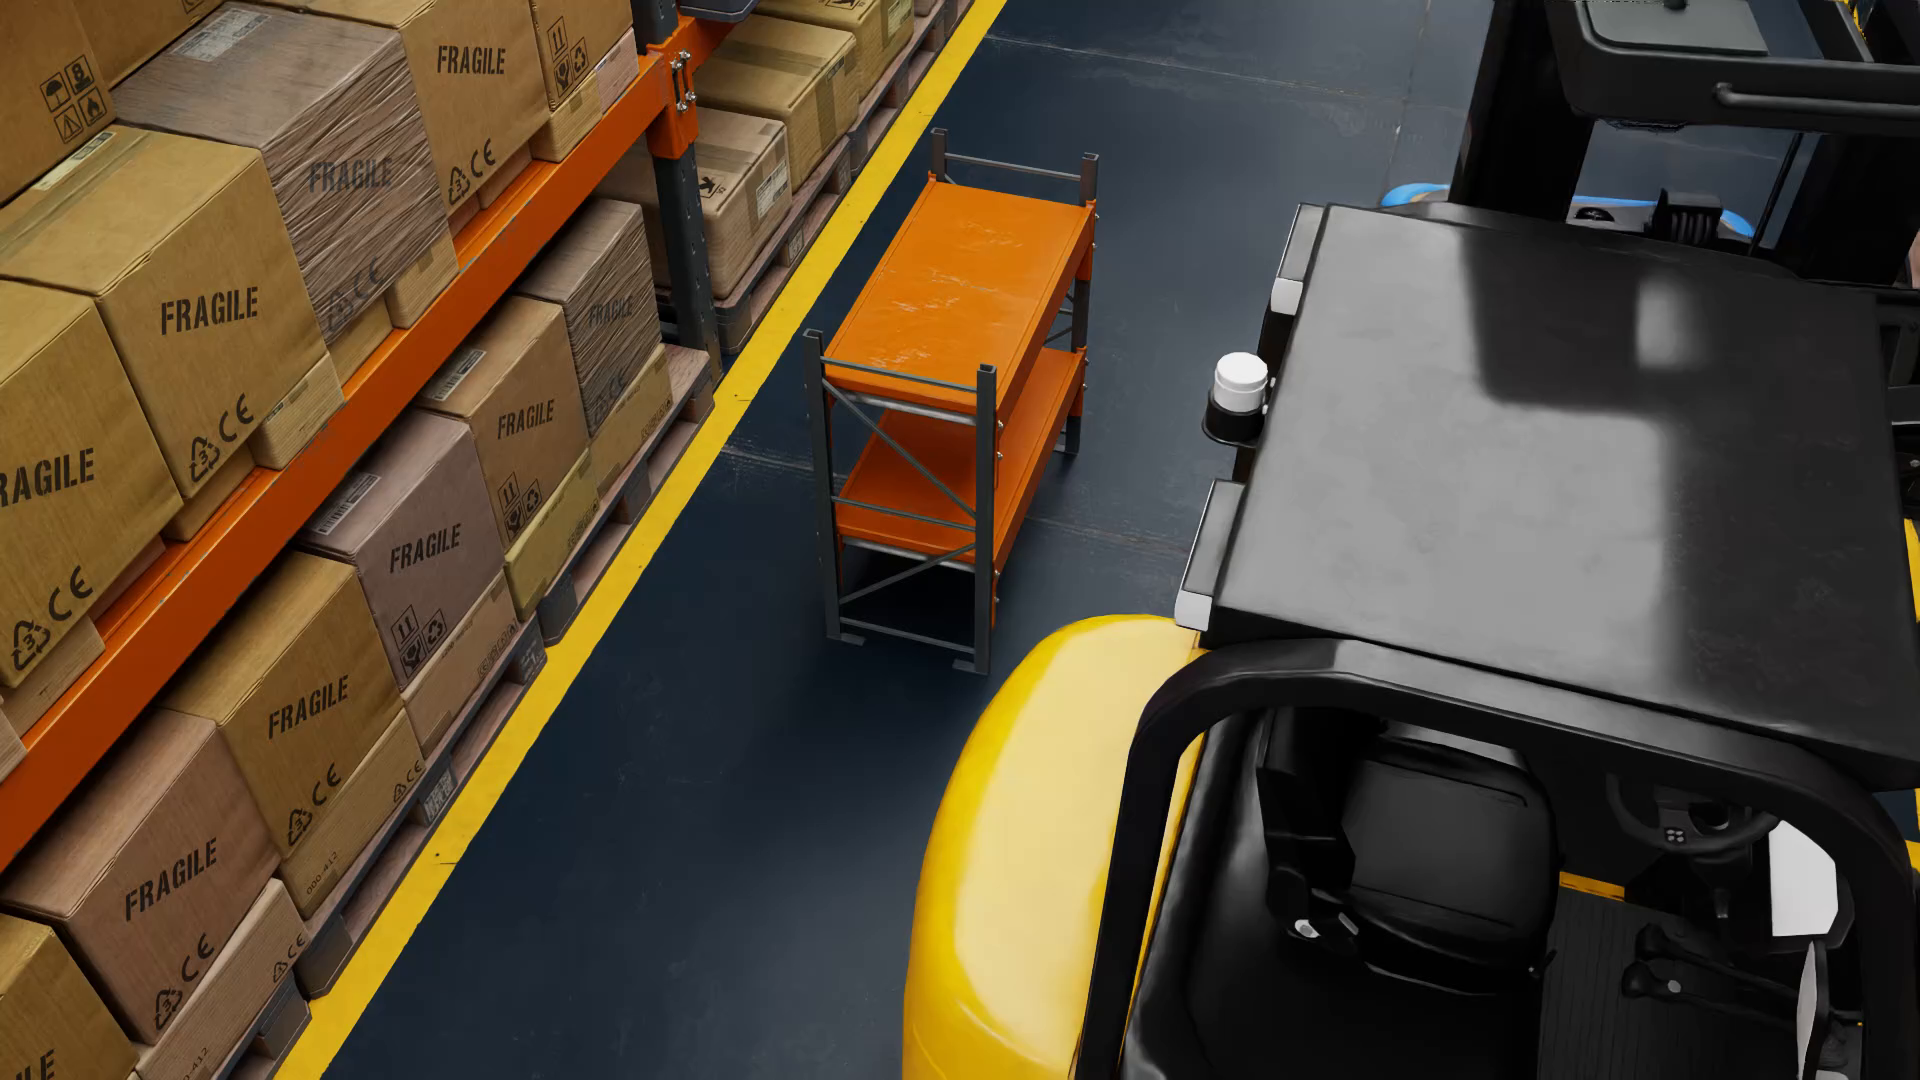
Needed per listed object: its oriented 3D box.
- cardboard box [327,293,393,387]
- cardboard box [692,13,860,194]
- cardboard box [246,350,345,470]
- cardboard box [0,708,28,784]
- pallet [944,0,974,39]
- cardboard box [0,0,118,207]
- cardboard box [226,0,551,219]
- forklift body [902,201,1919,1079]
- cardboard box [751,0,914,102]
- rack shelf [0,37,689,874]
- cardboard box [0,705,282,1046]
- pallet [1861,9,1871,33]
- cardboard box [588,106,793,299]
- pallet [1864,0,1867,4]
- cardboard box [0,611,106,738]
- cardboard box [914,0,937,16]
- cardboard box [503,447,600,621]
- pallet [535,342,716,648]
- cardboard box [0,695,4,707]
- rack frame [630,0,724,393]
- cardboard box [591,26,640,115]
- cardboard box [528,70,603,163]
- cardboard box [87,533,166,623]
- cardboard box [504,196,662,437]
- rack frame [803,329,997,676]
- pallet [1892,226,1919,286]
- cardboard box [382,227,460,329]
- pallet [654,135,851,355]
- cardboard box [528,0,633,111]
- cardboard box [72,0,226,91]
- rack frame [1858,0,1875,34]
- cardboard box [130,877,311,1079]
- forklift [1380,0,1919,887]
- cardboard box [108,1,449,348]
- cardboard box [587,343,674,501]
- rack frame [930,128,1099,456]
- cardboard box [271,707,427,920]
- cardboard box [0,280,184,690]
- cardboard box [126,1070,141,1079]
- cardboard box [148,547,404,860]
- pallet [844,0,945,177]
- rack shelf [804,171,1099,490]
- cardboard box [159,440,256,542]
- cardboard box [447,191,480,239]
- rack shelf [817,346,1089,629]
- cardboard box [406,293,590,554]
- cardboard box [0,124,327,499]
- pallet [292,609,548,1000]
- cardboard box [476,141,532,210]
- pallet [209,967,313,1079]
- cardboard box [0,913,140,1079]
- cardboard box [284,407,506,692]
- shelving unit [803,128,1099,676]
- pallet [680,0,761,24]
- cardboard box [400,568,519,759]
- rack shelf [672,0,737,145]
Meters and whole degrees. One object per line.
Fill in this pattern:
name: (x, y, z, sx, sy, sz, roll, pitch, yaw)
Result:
cardboard box: (-1.540, -0.499, 3.795, 0.380, 0.149, 0.250, 12, 46, 12)
cardboard box: (-0.952, -1.751, 6.473, 0.950, 0.372, 0.625, 15, 46, 15)
cardboard box: (-1.584, -0.320, 3.612, 0.380, 0.149, 0.250, 13, 46, 13)
cardboard box: (-1.893, 0.373, 2.903, 0.380, 0.149, 0.250, 13, 46, 13)
pallet: (-0.350, -2.859, 8.021, 1.003, 0.211, 1.213, 13, 46, 13)
cardboard box: (-2.087, -0.930, 3.057, 0.700, 0.500, 0.500, 12, 46, 12)
cardboard box: (-1.370, -1.158, 4.005, 0.500, 0.500, 0.500, 14, 46, 14)
forklift body: (1.033, 0.658, 3.039, 2.313, 2.155, 1.214, 13, 46, 13)
cardboard box: (-0.743, -2.215, 6.947, 0.950, 0.372, 0.625, 14, 46, 14)
rack shelf: (-1.928, -0.120, 3.742, 1.077, 0.370, 4.000, 13, 46, 13)
cardboard box: (-1.865, 0.677, 3.543, 0.500, 0.500, 0.500, 11, 45, 11)
pallet: (4.334, -1.790, 6.928, 1.003, 0.211, 1.213, 13, 46, 13)
cardboard box: (-1.166, -1.271, 5.983, 0.950, 0.372, 0.625, 13, 46, 13)
pallet: (4.882, -2.820, 7.981, 1.003, 0.211, 1.213, 13, 46, 13)
cardboard box: (-1.846, 0.194, 3.087, 0.380, 0.149, 0.250, 14, 46, 14)
cardboard box: (-0.508, -2.719, 7.462, 0.950, 0.372, 0.625, 12, 46, 12)
cardboard box: (-1.397, -0.069, 4.842, 0.500, 0.250, 0.500, 11, 46, 11)
pallet: (-1.492, -0.258, 5.363, 1.003, 0.211, 1.213, 13, 46, 13)
cardboard box: (-1.973, 0.211, 2.605, 0.500, 0.500, 0.500, 14, 46, 14)
rack frame: (-1.323, -1.710, 4.853, 1.000, 3.000, 0.127, 13, 46, 13)
cardboard box: (-1.130, -1.341, 4.655, 0.380, 0.149, 0.250, 12, 46, 12)
cardboard box: (-1.199, -1.173, 4.484, 0.380, 0.149, 0.250, 13, 46, 13)
cardboard box: (-1.824, 0.005, 3.280, 0.380, 0.149, 0.250, 14, 46, 14)
cardboard box: (-1.246, -0.694, 4.944, 0.500, 0.500, 0.500, 12, 46, 12)
rack frame: (-0.152, -0.068, 4.515, 0.500, 1.125, 0.032, 13, 46, 13)
pallet: (3.963, -0.979, 6.100, 1.003, 0.211, 1.213, 13, 46, 13)
cardboard box: (-1.434, -0.663, 3.963, 0.380, 0.149, 0.250, 12, 46, 12)
pallet: (-1.088, -1.232, 6.358, 1.003, 0.211, 1.213, 13, 46, 13)
cardboard box: (-1.220, -1.503, 4.357, 0.500, 0.500, 0.500, 11, 46, 11)
cardboard box: (-2.016, -1.297, 3.432, 0.700, 0.500, 0.500, 12, 46, 12)
rack frame: (4.620, -3.327, 6.505, 1.000, 3.000, 0.127, 13, 46, 13)
cardboard box: (-1.865, 0.971, 3.778, 0.500, 0.250, 0.500, 14, 46, 14)
forklift: (1.514, -0.247, 3.407, 1.130, 2.935, 3.031, 6, 45, 6)
cardboard box: (-1.522, -0.812, 3.651, 0.500, 0.500, 0.500, 14, 46, 14)
cardboard box: (-1.246, -0.426, 5.206, 0.500, 0.250, 0.500, 14, 46, 14)
rack frame: (0.156, -0.745, 5.207, 0.500, 1.125, 0.032, 13, 46, 13)
cardboard box: (-1.711, 0.605, 4.153, 0.500, 0.250, 0.500, 15, 46, 15)
cardboard box: (-1.819, -0.128, 2.952, 0.500, 0.500, 0.500, 12, 46, 12)
cardboard box: (-2.026, 1.310, 3.432, 0.500, 0.250, 0.500, 12, 46, 12)
cardboard box: (-1.706, 0.344, 3.883, 0.500, 0.500, 0.500, 13, 46, 13)
pallet: (-0.721, -2.048, 7.192, 1.003, 0.211, 1.213, 13, 46, 13)
rack shelf: (0.002, -0.616, 4.656, 0.538, 0.278, 1.000, 13, 46, 13)
cardboard box: (-1.716, -0.165, 3.453, 0.380, 0.149, 0.250, 11, 46, 11)
cardboard box: (-1.441, -0.853, 4.157, 0.380, 0.149, 0.250, 12, 46, 12)
rack shelf: (0.002, -0.232, 5.032, 0.538, 0.278, 1.000, 13, 46, 13)
cardboard box: (-1.399, -0.355, 4.597, 0.500, 0.500, 0.500, 13, 46, 13)
cardboard box: (-1.673, -0.469, 3.300, 0.500, 0.500, 0.500, 12, 46, 12)
pallet: (-1.860, 0.558, 4.529, 1.003, 0.211, 1.213, 13, 46, 13)
cardboard box: (-1.352, -1.016, 4.323, 0.380, 0.149, 0.250, 13, 46, 13)
pallet: (-2.231, 1.368, 3.701, 1.003, 0.211, 1.213, 13, 46, 13)
cardboard box: (-2.020, 1.026, 3.186, 0.500, 0.500, 0.500, 11, 45, 11)
cardboard box: (-1.552, -0.014, 4.249, 0.500, 0.500, 0.500, 15, 46, 15)
shelving unit: (0.002, -0.407, 4.861, 0.538, 1.125, 1.048, 13, 46, 13)
pallet: (-0.953, -2.120, 5.409, 1.003, 0.211, 1.213, 13, 46, 13)
cardboard box: (-1.556, 0.269, 4.496, 0.500, 0.250, 0.500, 13, 46, 13)
rack shelf: (-0.717, -2.786, 6.466, 1.077, 0.370, 4.000, 13, 46, 13)
